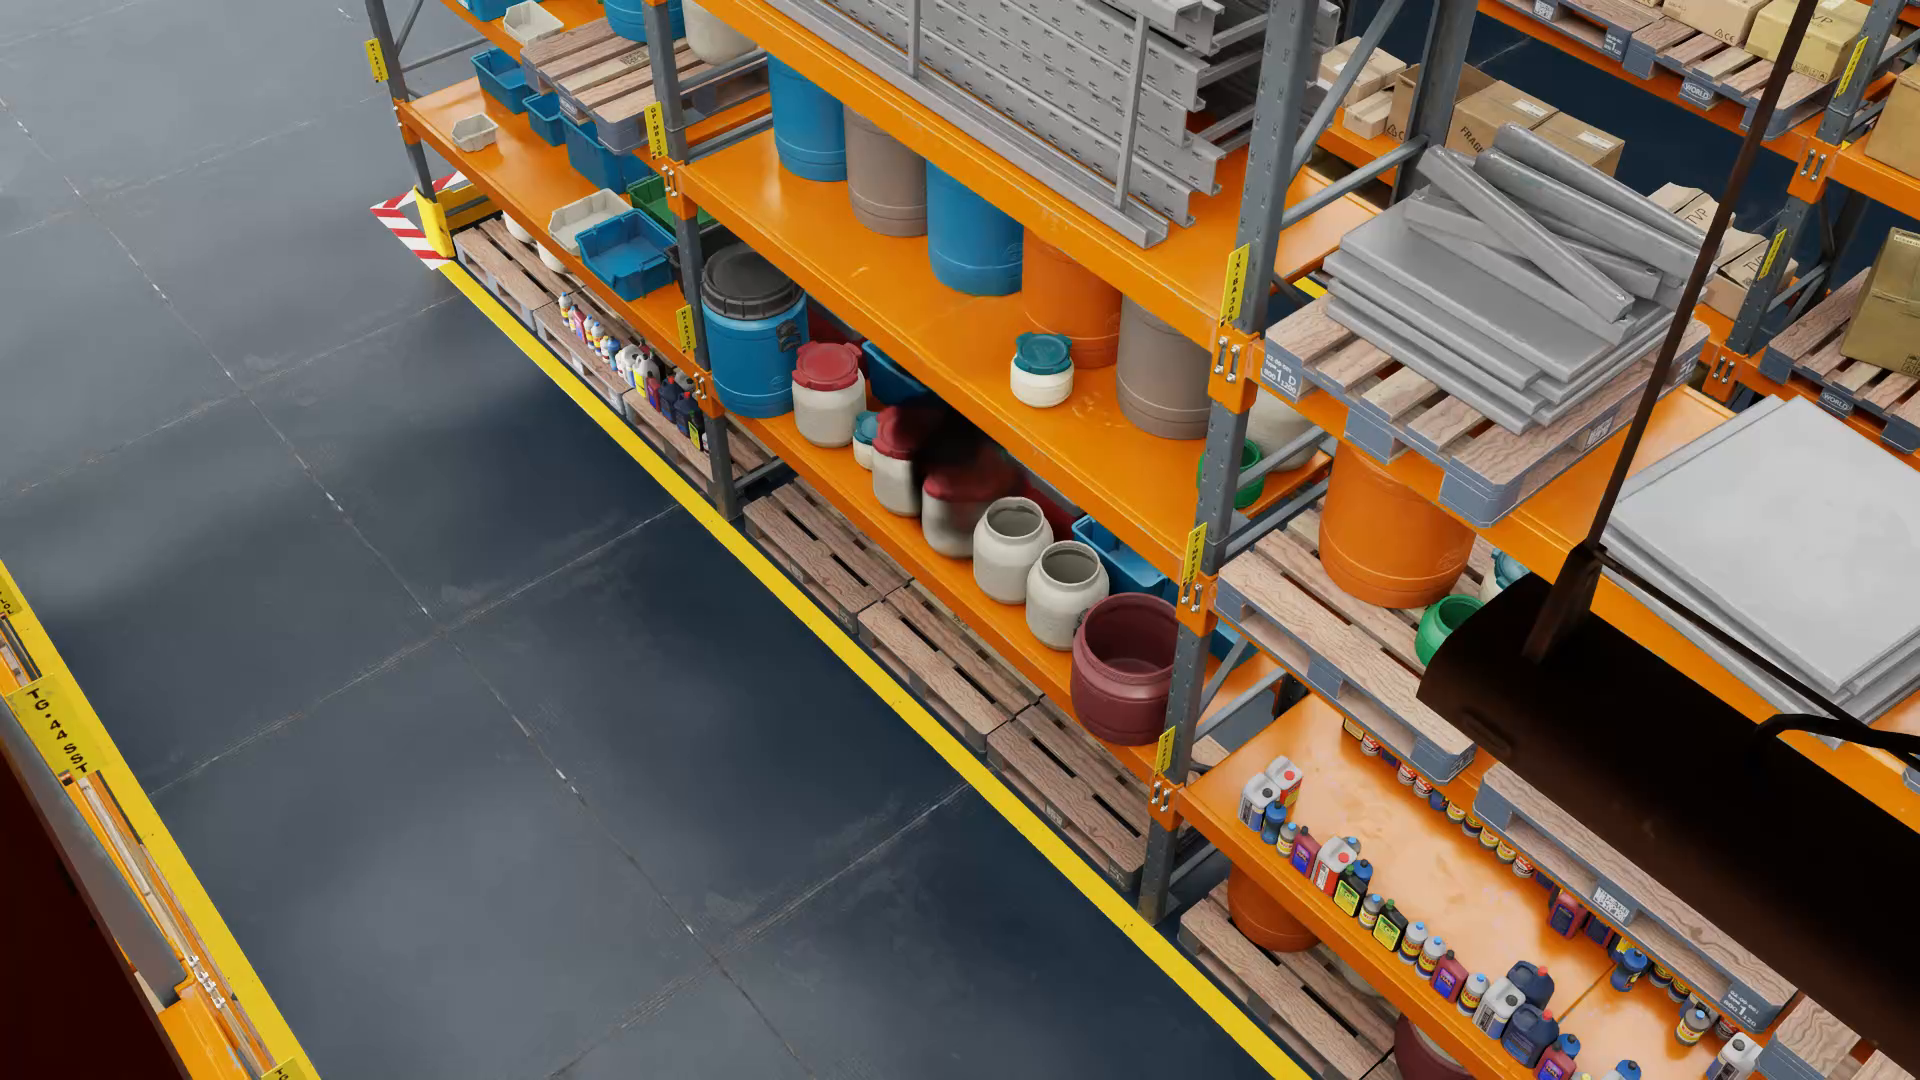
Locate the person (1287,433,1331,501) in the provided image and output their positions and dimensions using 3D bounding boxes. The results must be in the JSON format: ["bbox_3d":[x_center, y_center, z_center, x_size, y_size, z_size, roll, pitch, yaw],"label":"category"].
[{"bbox_3d":[2.255,-0.811,10.161,0.687,1.738,0.707,35,56,29],"label":"person"}]
